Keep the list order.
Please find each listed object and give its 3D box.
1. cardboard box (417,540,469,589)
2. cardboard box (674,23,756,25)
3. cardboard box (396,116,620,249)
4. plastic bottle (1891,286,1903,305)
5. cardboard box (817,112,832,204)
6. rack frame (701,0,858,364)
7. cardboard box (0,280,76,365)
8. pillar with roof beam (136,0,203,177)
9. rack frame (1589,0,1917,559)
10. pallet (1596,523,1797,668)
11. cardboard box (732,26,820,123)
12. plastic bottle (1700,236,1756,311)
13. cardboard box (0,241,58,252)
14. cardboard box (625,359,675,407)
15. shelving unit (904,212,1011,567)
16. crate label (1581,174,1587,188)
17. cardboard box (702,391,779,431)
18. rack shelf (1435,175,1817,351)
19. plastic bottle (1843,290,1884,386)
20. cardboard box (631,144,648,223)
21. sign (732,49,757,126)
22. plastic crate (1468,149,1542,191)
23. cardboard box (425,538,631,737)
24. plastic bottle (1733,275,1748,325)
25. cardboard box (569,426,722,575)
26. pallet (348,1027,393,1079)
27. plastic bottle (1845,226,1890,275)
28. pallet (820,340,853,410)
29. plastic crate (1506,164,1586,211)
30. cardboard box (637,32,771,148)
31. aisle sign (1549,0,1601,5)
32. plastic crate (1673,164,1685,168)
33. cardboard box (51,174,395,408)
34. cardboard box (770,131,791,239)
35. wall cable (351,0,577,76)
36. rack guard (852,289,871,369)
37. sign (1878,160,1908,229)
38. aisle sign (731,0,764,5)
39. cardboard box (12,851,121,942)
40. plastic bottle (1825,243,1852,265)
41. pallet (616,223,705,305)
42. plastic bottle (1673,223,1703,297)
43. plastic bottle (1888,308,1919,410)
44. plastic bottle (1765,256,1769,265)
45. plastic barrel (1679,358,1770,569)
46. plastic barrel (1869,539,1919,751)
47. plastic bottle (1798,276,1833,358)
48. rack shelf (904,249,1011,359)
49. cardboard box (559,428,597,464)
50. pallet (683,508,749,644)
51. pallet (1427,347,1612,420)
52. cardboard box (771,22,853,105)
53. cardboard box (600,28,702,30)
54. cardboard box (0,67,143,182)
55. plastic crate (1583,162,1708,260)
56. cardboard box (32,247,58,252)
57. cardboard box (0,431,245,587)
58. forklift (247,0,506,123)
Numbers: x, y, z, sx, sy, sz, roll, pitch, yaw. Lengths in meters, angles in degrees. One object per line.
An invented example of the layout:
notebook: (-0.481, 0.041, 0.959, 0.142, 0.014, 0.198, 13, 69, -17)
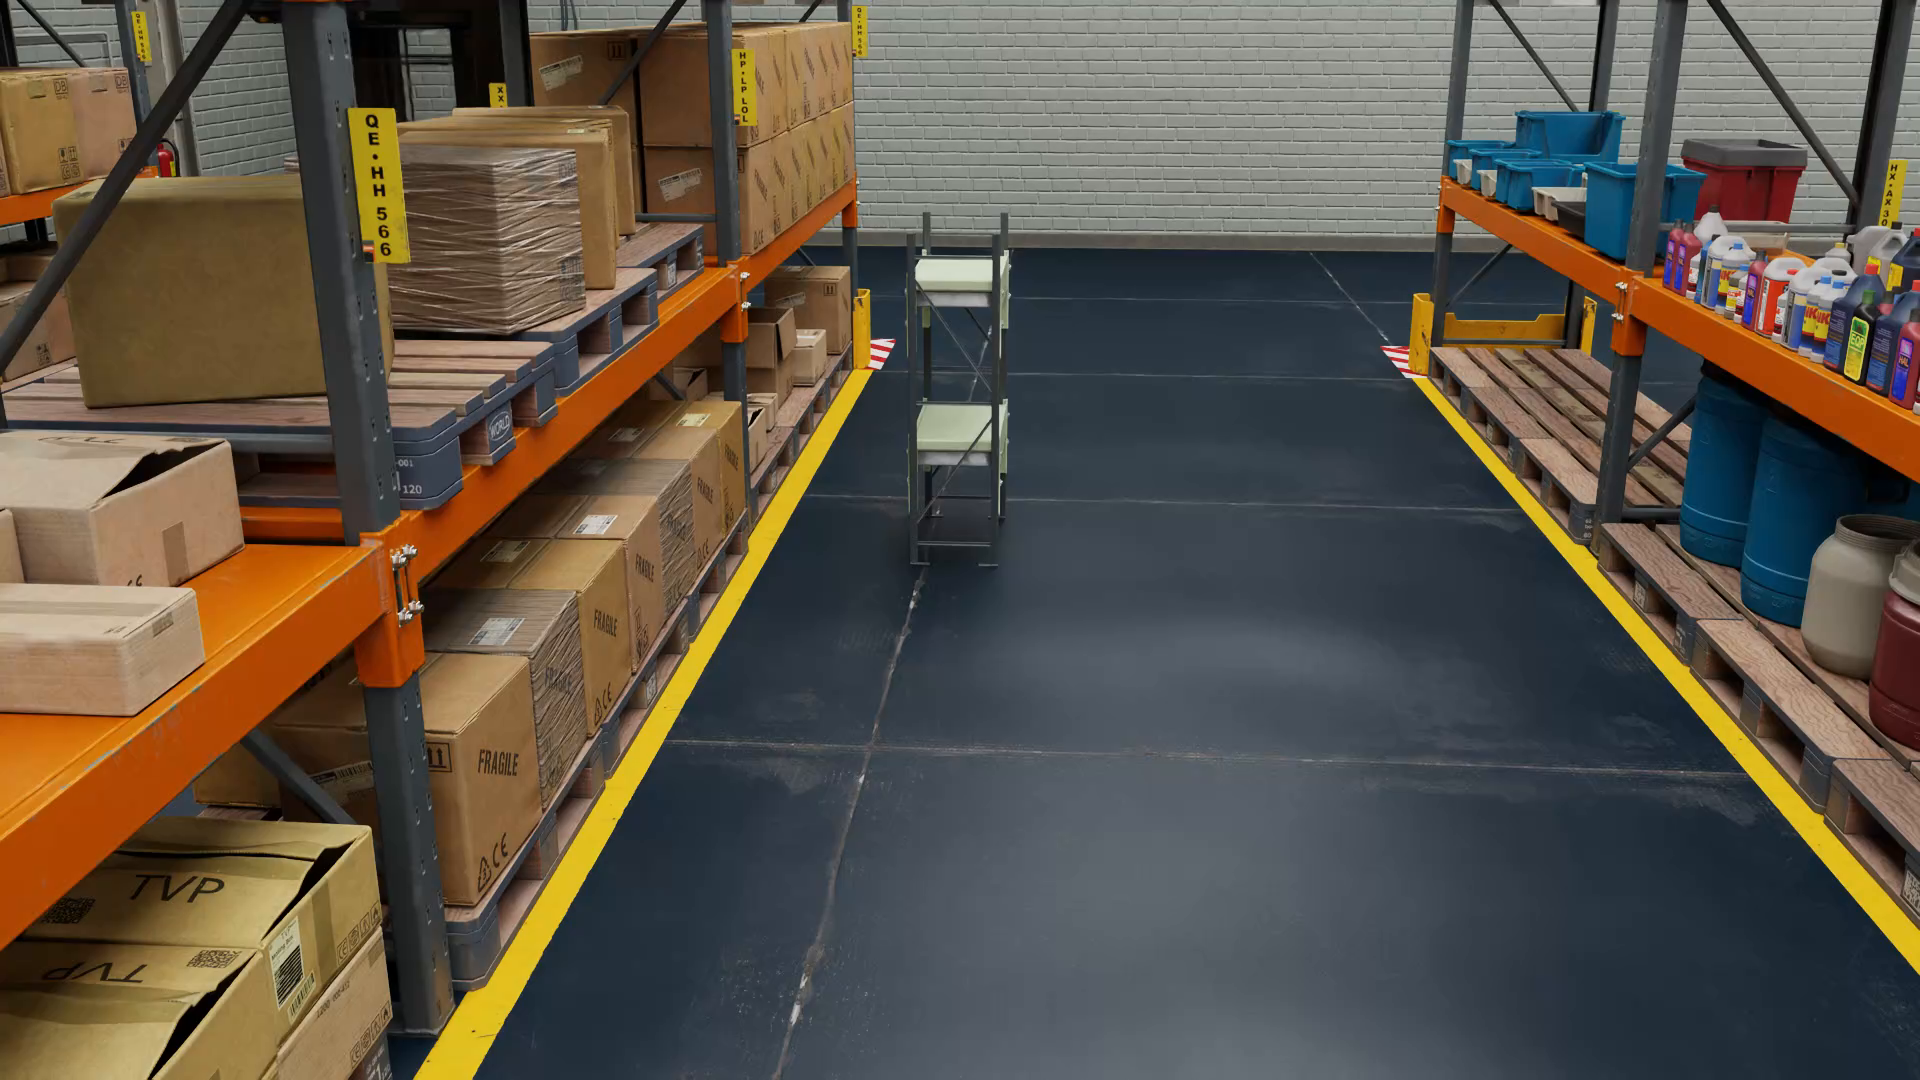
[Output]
cardboard box: (-1.922, 0.307, 5.476, 0.500, 0.500, 0.500, 1, 18, 2)
cardboard box: (-1.543, -2.928, 10.275, 0.500, 0.500, 0.500, 1, 18, 4)
cardboard box: (-1.748, -1.347, 6.383, 0.700, 0.500, 0.500, 4, 19, 13)
plastic bottle: (3.033, -0.691, 5.420, 0.097, 0.271, 0.097, 0, 18, 0)
cardboard box: (-1.054, -2.286, 9.922, 0.500, 0.500, 0.500, 1, 18, 4)
rack frame: (-1.219, -2.700, 11.345, 1.000, 3.000, 0.127, 1, 18, 4)
cardboard box: (-6.146, -1.446, 10.858, 0.700, 0.500, 0.500, 1, 18, 4)
pillar with roof beam: (-2.535, -6.422, 13.069, 9.100, 9.000, 0.400, 1, 18, 4)
rack frame: (3.435, -1.346, 7.212, 1.000, 3.000, 0.127, 1, 18, 4)
pallet: (3.338, 0.218, 6.918, 1.003, 0.211, 1.213, 1, 18, 4)
cardboard box: (-1.081, -2.600, 9.276, 0.500, 0.500, 0.500, 2, 18, 6)
plastic bottle: (2.996, -1.038, 6.472, 0.152, 0.276, 0.135, 1, 18, 4)
cardboard box: (-6.301, -1.953, 11.363, 0.380, 0.149, 0.250, 1, 18, 4)
cardboard box: (-1.747, -0.662, 8.434, 0.500, 0.500, 0.500, 1, 18, 4)
shelving unit: (0.000, -0.711, 7.683, 0.431, 1.500, 0.755, 1, 18, 4)
crate label: (3.813, -2.057, 9.711, 0.396, 0.136, 0.243, 1, 18, 4)
cardboard box: (-1.207, -0.714, 9.130, 0.380, 0.166, 0.250, 1, 18, 4)
rack shelf: (3.578, -1.625, 9.220, 1.077, 0.370, 4.000, 1, 18, 4)
plastic bottle: (2.856, -0.637, 5.237, 0.061, 0.283, 0.133, 1, 18, 4)
cardboard box: (-1.725, -1.666, 8.029, 0.500, 0.500, 0.500, 2, 18, 5)
sign: (-0.952, -1.996, 7.339, 0.100, 0.325, 0.005, 1, 18, 4)
plastic crate: (3.329, -2.263, 10.185, 0.416, 0.233, 0.300, 1, 18, 4)
cardboard box: (-1.402, 0.310, 5.466, 0.500, 0.500, 0.500, 1, 18, 3)
plastic bottle: (2.946, -0.906, 6.191, 0.097, 0.201, 0.097, 0, 18, 0)
cardboard box: (-1.299, -0.166, 6.919, 0.500, 0.500, 0.500, 1, 18, 4)
pallet: (-1.890, 1.365, 3.419, 1.003, 0.211, 1.213, 1, 18, 4)
plastic bottle: (3.729, -1.157, 6.836, 0.152, 0.276, 0.135, 1, 18, 4)
pallet: (-1.280, -1.103, 10.951, 1.003, 0.211, 1.213, 1, 18, 4)
plastic crate: (3.260, -1.965, 9.277, 0.416, 0.233, 0.300, 1, 18, 4)
cardboard box: (-1.191, -2.120, 7.810, 0.500, 0.500, 0.500, 2, 18, 5)
aisle sign: (4.019, -3.839, 10.647, 0.394, 0.787, 0.004, 1, 18, 4)
plastic crate: (3.728, -1.788, 8.656, 0.437, 0.282, 0.530, 1, 18, 4)
cardboard box: (-1.859, -0.660, 4.286, 0.700, 0.500, 0.500, -5, 19, -15)
cardboard box: (-1.163, -1.816, 8.488, 0.500, 0.500, 0.500, 2, 18, 5)
wall cable: (-5.398, -5.933, 16.565, 3.097, 2.526, 0.112, 1, 18, 4)
rack guard: (-1.224, -1.488, 11.662, 1.175, 0.500, 0.348, 1, 18, 4)
sign: (3.984, -1.464, 7.130, 0.100, 0.325, 0.005, 1, 18, 4)
aisle sign: (-1.507, -3.963, 11.025, 0.394, 0.787, 0.004, 1, 18, 4)
cardboard box: (-2.123, 0.782, 3.561, 0.500, 0.311, 0.500, 2, 18, 6)
plastic bottle: (3.603, -1.119, 6.839, 0.097, 0.201, 0.097, 0, 18, 0)
pallet: (-1.671, -1.120, 6.833, 1.003, 0.211, 1.213, 1, 18, 4)
plastic bottle: (2.974, -1.144, 6.786, 0.061, 0.283, 0.133, 1, 18, 4)
plastic bottle: (2.834, -0.538, 4.935, 0.061, 0.283, 0.133, 1, 18, 4)
plastic bottle: (3.121, -1.005, 6.493, 0.097, 0.201, 0.097, 0, 18, 0)
plastic barrel: (3.379, -0.379, 6.959, 0.600, 0.901, 0.708, 1, 18, 4)
plastic barrel: (3.247, 0.340, 5.267, 0.600, 0.588, 0.708, 1, 18, 4)
plastic bottle: (2.903, -0.754, 5.614, 0.097, 0.271, 0.097, 0, 18, 0)
rack shelf: (0.000, -1.081, 7.562, 0.431, 0.370, 0.720, 1, 18, 4)
cardboard box: (-1.810, -0.168, 6.926, 0.500, 0.500, 0.500, 2, 18, 5)
pallet: (-1.526, 0.121, 7.214, 1.003, 0.211, 1.213, 1, 18, 4)
pallet: (3.624, -1.008, 10.659, 1.003, 0.211, 1.213, 1, 18, 4)
cardboard box: (-0.976, -3.078, 10.733, 0.500, 0.500, 0.500, 1, 18, 3)
cardboard box: (-1.657, -2.459, 8.843, 0.500, 0.500, 0.500, 1, 18, 4)
cardboard box: (-6.186, -2.793, 11.148, 0.980, 0.700, 0.700, 2, 18, 6)
plastic crate: (3.128, -1.519, 7.671, 0.392, 0.384, 0.575, 1, 18, 4)
cardboard box: (-5.938, -1.865, 11.097, 0.380, 0.149, 0.250, 1, 18, 3)
cardboard box: (-1.862, -0.061, 3.434, 0.500, 0.311, 0.500, 2, 18, 7)
forklift: (-3.376, -2.157, 9.797, 1.130, 2.935, 3.031, 6, 19, 17)
